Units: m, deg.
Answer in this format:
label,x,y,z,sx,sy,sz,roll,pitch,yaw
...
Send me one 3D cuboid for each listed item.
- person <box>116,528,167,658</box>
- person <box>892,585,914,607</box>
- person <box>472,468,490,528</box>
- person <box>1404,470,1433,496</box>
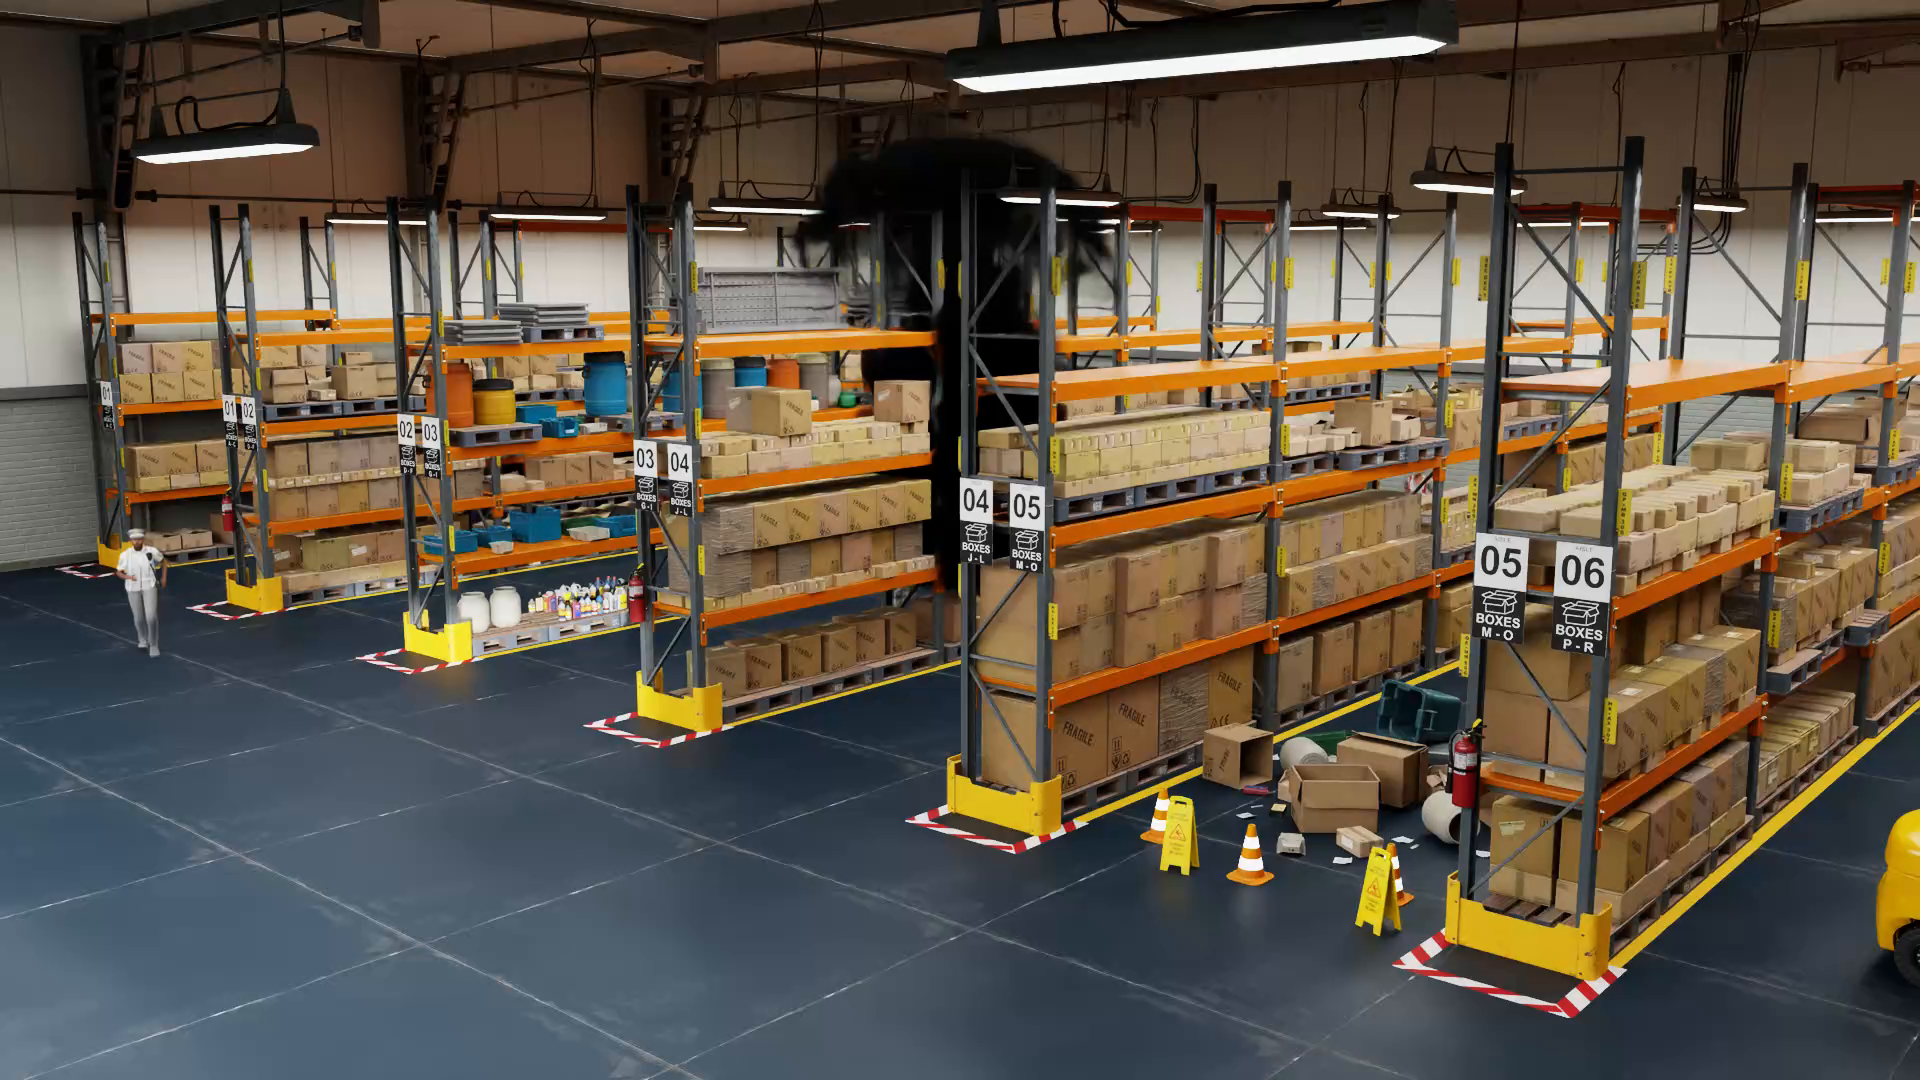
label,x,y,z,sx,sy,sz,roll,pitch,yaw
person,-10.829,0.704,22.049,0.589,1.756,0.744,-4,10,-21
person,-0.865,0.143,23.788,0.520,1.642,0.673,8,12,38
person,-8.667,-0.572,29.814,0.587,1.640,0.610,7,12,37
person,7.955,-0.480,28.867,0.653,1.812,0.715,5,11,29
